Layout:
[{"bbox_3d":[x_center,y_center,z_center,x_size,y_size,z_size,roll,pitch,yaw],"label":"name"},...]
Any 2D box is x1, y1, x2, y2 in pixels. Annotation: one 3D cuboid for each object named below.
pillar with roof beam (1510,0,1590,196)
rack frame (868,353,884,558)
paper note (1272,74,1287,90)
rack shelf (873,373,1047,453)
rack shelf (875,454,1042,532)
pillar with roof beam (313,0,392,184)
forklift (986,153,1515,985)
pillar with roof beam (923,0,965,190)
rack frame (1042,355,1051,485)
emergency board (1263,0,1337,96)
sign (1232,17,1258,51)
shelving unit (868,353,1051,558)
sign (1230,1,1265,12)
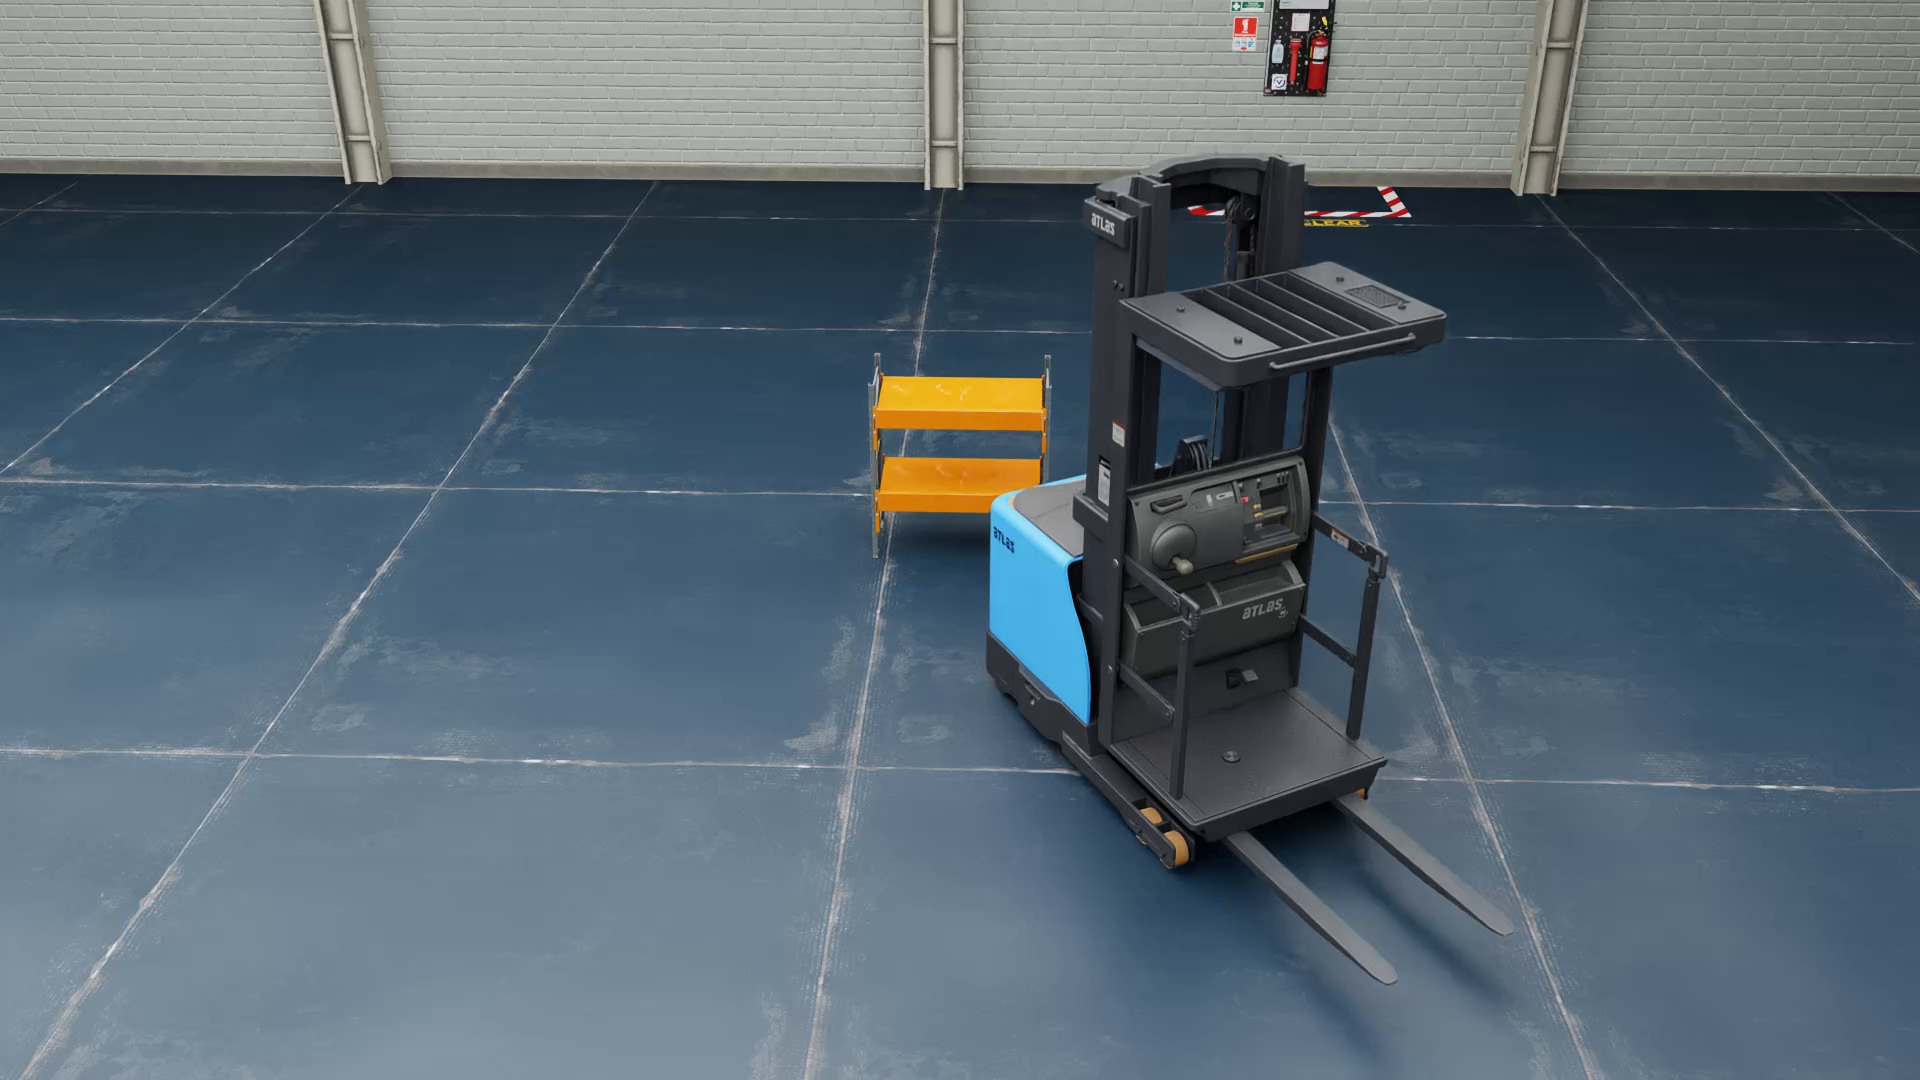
[{"bbox_3d":[5.686,-5.514,11.044,0.400,9.000,9.100,1,28,2],"label":"pillar with roof beam"},{"bbox_3d":[-0.501,-0.505,10.002,0.032,1.125,0.500,1,28,2],"label":"rack frame"},{"bbox_3d":[3.195,-4.583,16.634,0.142,0.148,0.016,1,28,2],"label":"paper note"},{"bbox_3d":[0.007,-0.755,9.849,1.000,0.278,0.538,1,28,2],"label":"rack shelf"},{"bbox_3d":[0.007,-0.281,10.101,1.000,0.278,0.538,1,28,2],"label":"rack shelf"},{"bbox_3d":[-6.307,-5.713,11.418,0.400,9.000,9.100,1,28,2],"label":"pillar with roof beam"},{"bbox_3d":[1.267,-0.062,7.237,1.130,2.935,3.031,-14,31,-24],"label":"forklift"},{"bbox_3d":[-0.311,-5.613,11.231,0.400,9.000,9.100,1,28,2],"label":"pillar with roof beam"},{"bbox_3d":[0.515,-0.488,9.971,0.032,1.125,0.500,1,28,2],"label":"rack frame"},{"bbox_3d":[3.369,-4.937,16.361,0.643,1.169,0.194,1,28,2],"label":"emergency board"},{"bbox_3d":[2.820,-5.010,16.461,0.234,0.329,0.001,1,28,2],"label":"sign"},{"bbox_3d":[0.007,-0.497,9.986,1.048,1.125,0.538,1,28,2],"label":"shelving unit"},{"bbox_3d":[2.824,-5.240,16.329,0.331,0.109,0.001,1,28,2],"label":"sign"}]
